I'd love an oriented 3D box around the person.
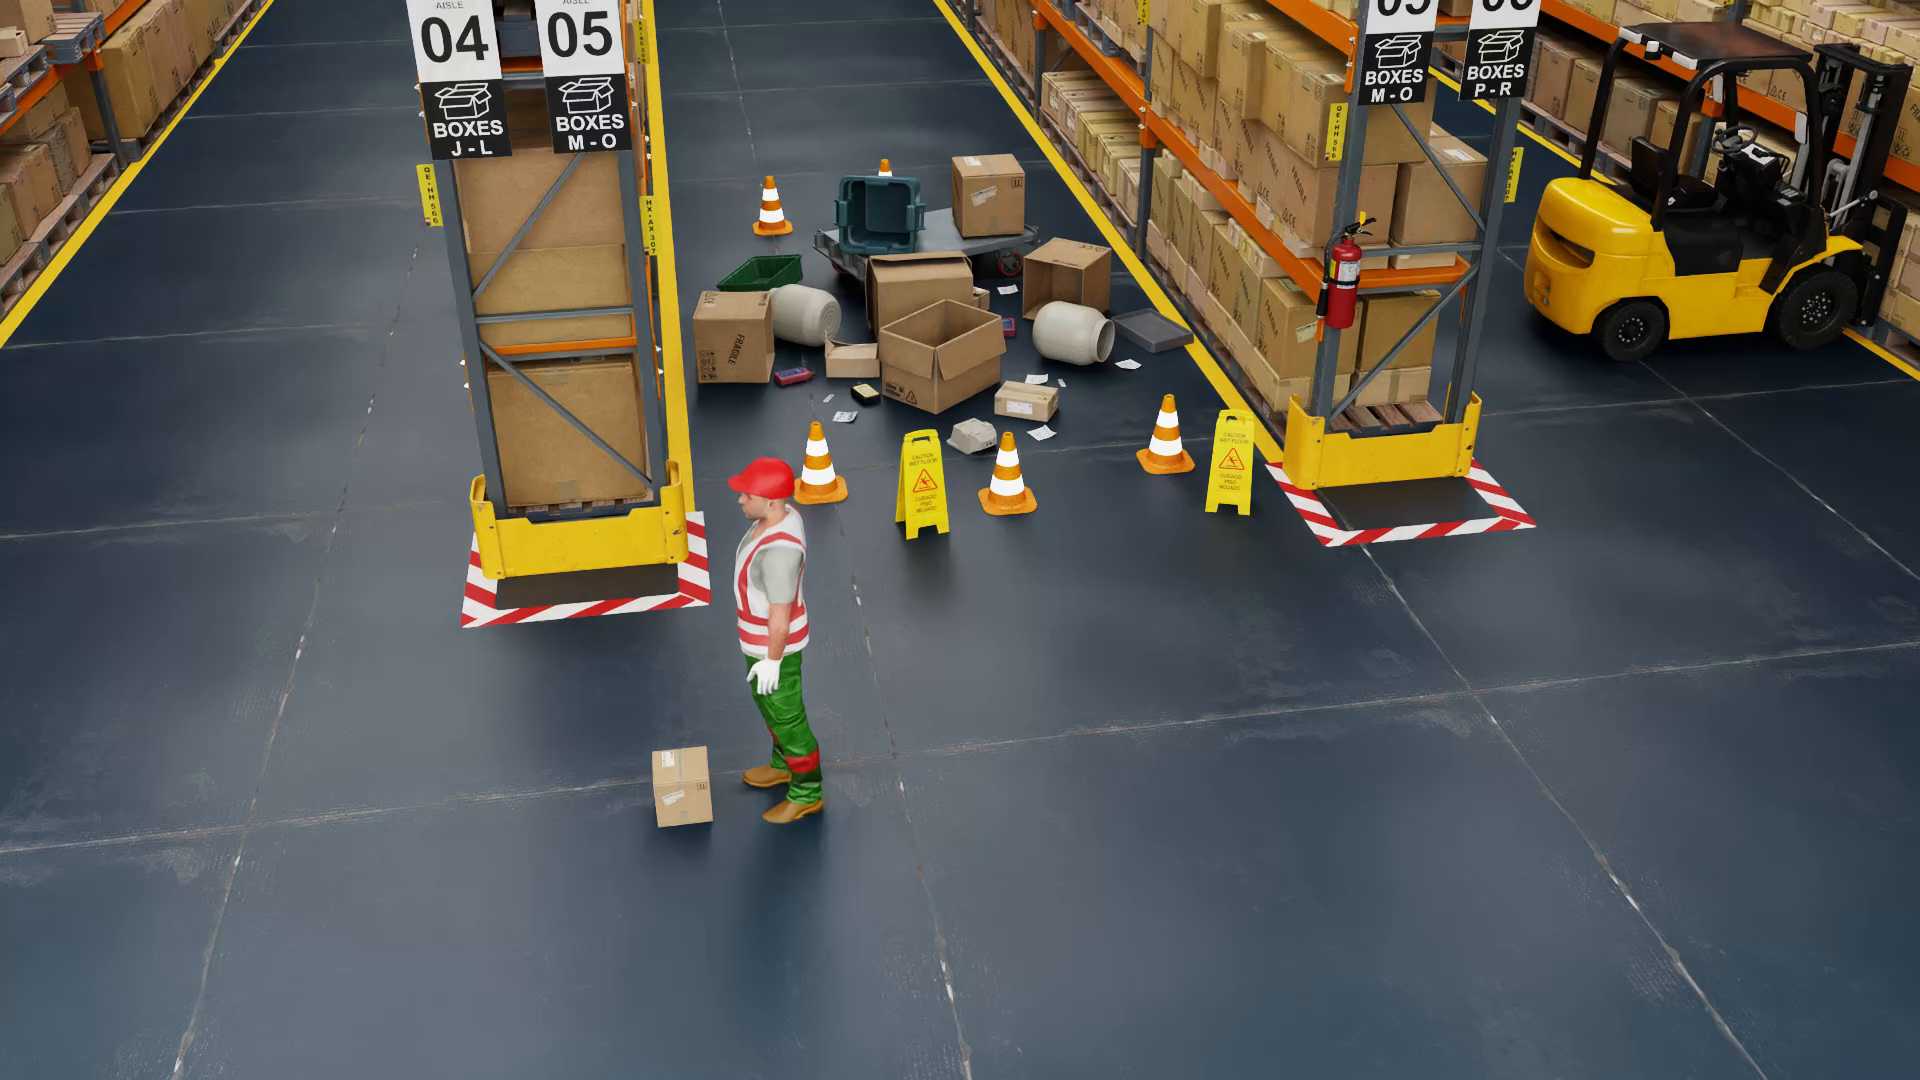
[{"bbox_3d":[-0.833,0.448,7.378,0.367,1.813,0.526,-5,31,-8],"label":"person"}]
